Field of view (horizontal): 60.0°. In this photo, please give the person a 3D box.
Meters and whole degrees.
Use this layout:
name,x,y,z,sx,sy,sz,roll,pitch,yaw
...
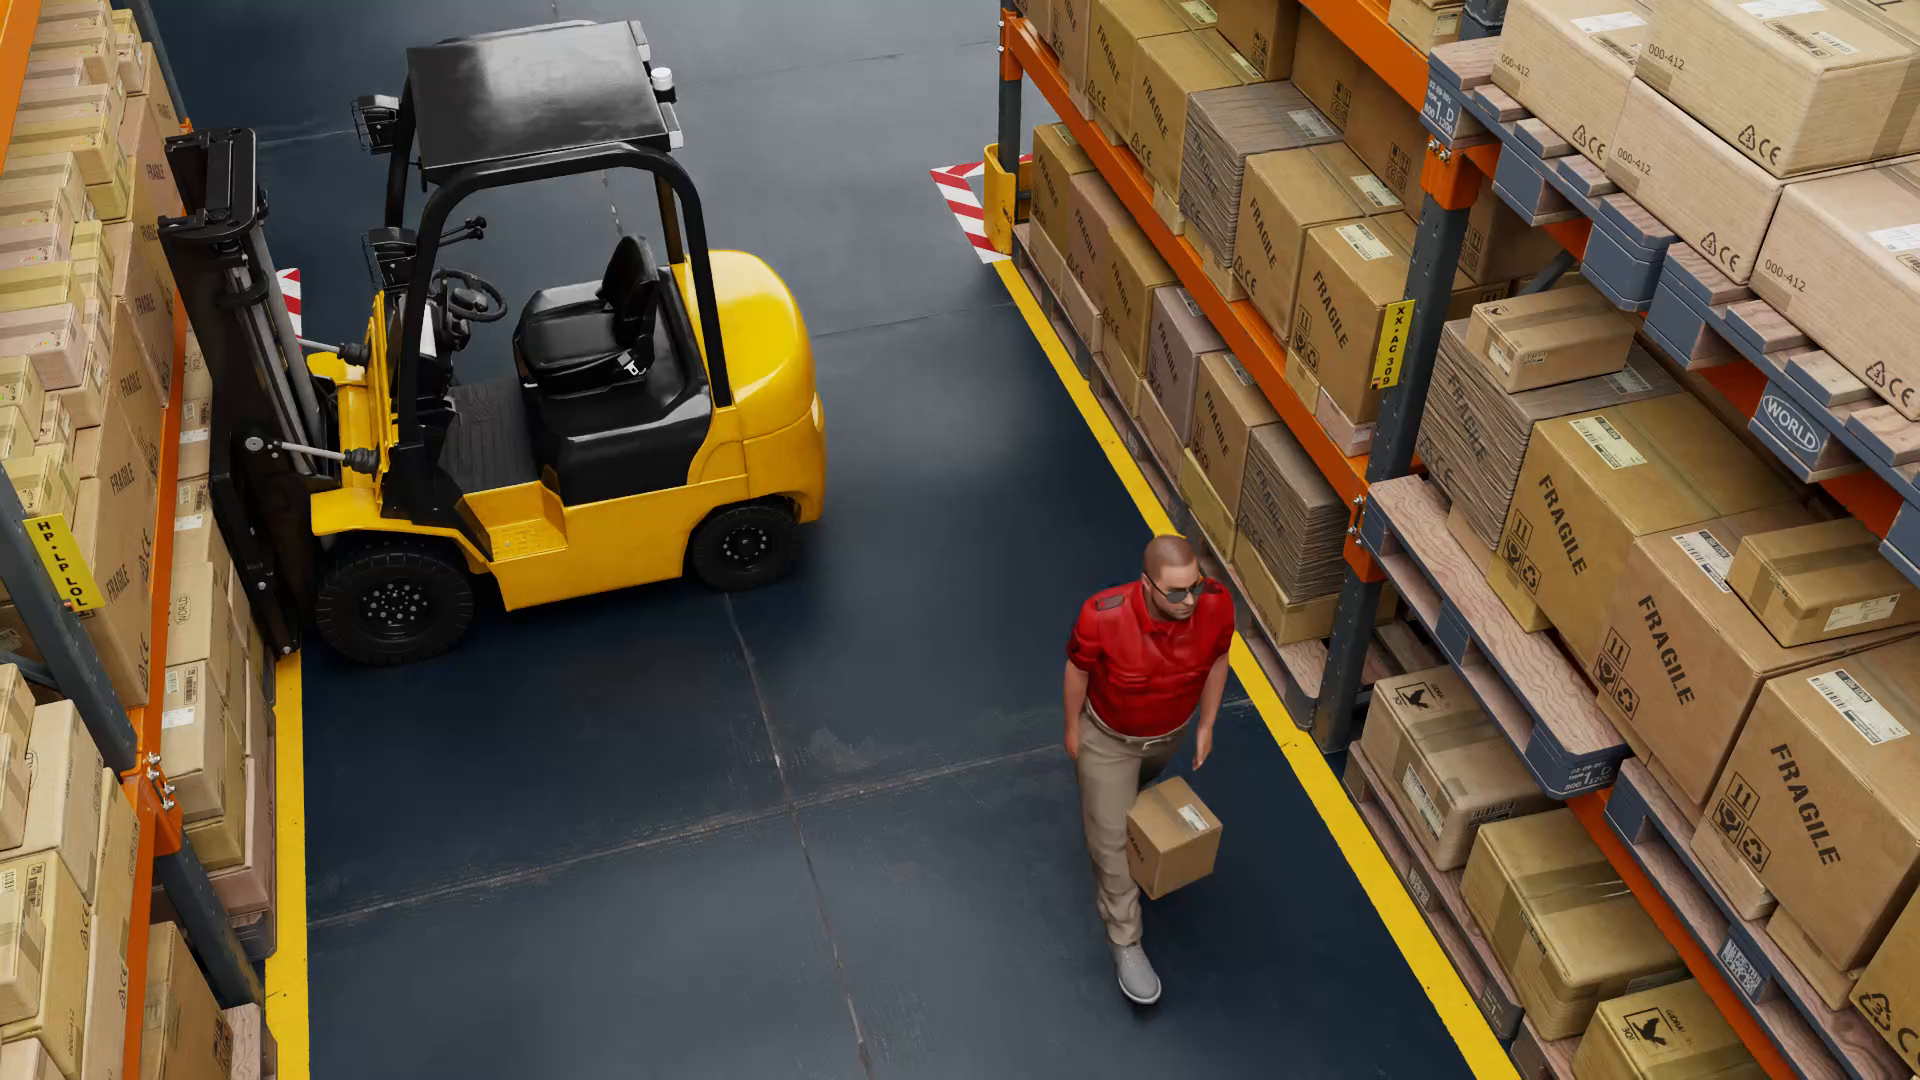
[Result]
name,x,y,z,sx,sy,sz,roll,pitch,yaw
person,0.642,0.657,5.440,0.542,1.688,0.944,-14,44,-15
